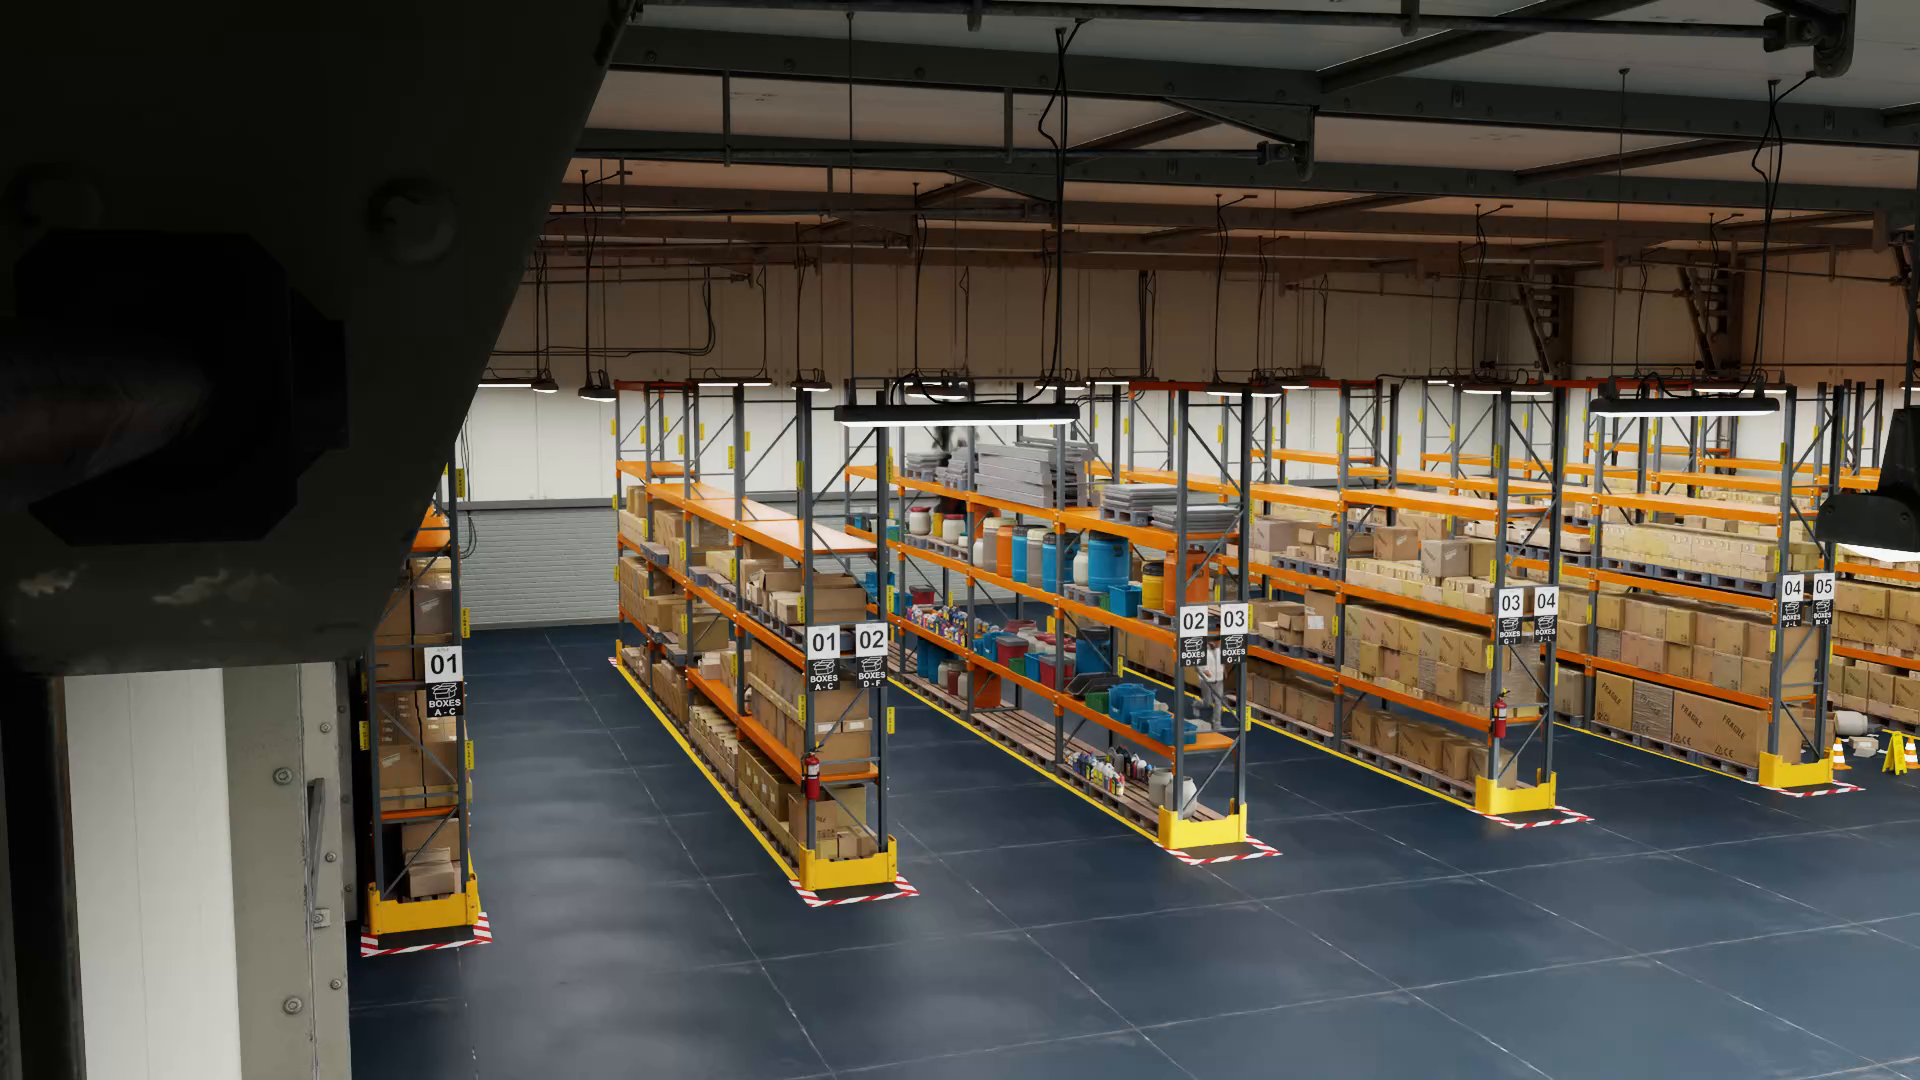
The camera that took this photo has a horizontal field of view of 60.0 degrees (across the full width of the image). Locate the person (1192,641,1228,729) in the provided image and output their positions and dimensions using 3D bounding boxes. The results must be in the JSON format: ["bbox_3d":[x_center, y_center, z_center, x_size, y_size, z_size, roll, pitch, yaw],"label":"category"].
[{"bbox_3d":[4.372,2.418,28.909,0.677,1.742,0.896,-2,6,-21],"label":"person"}]
